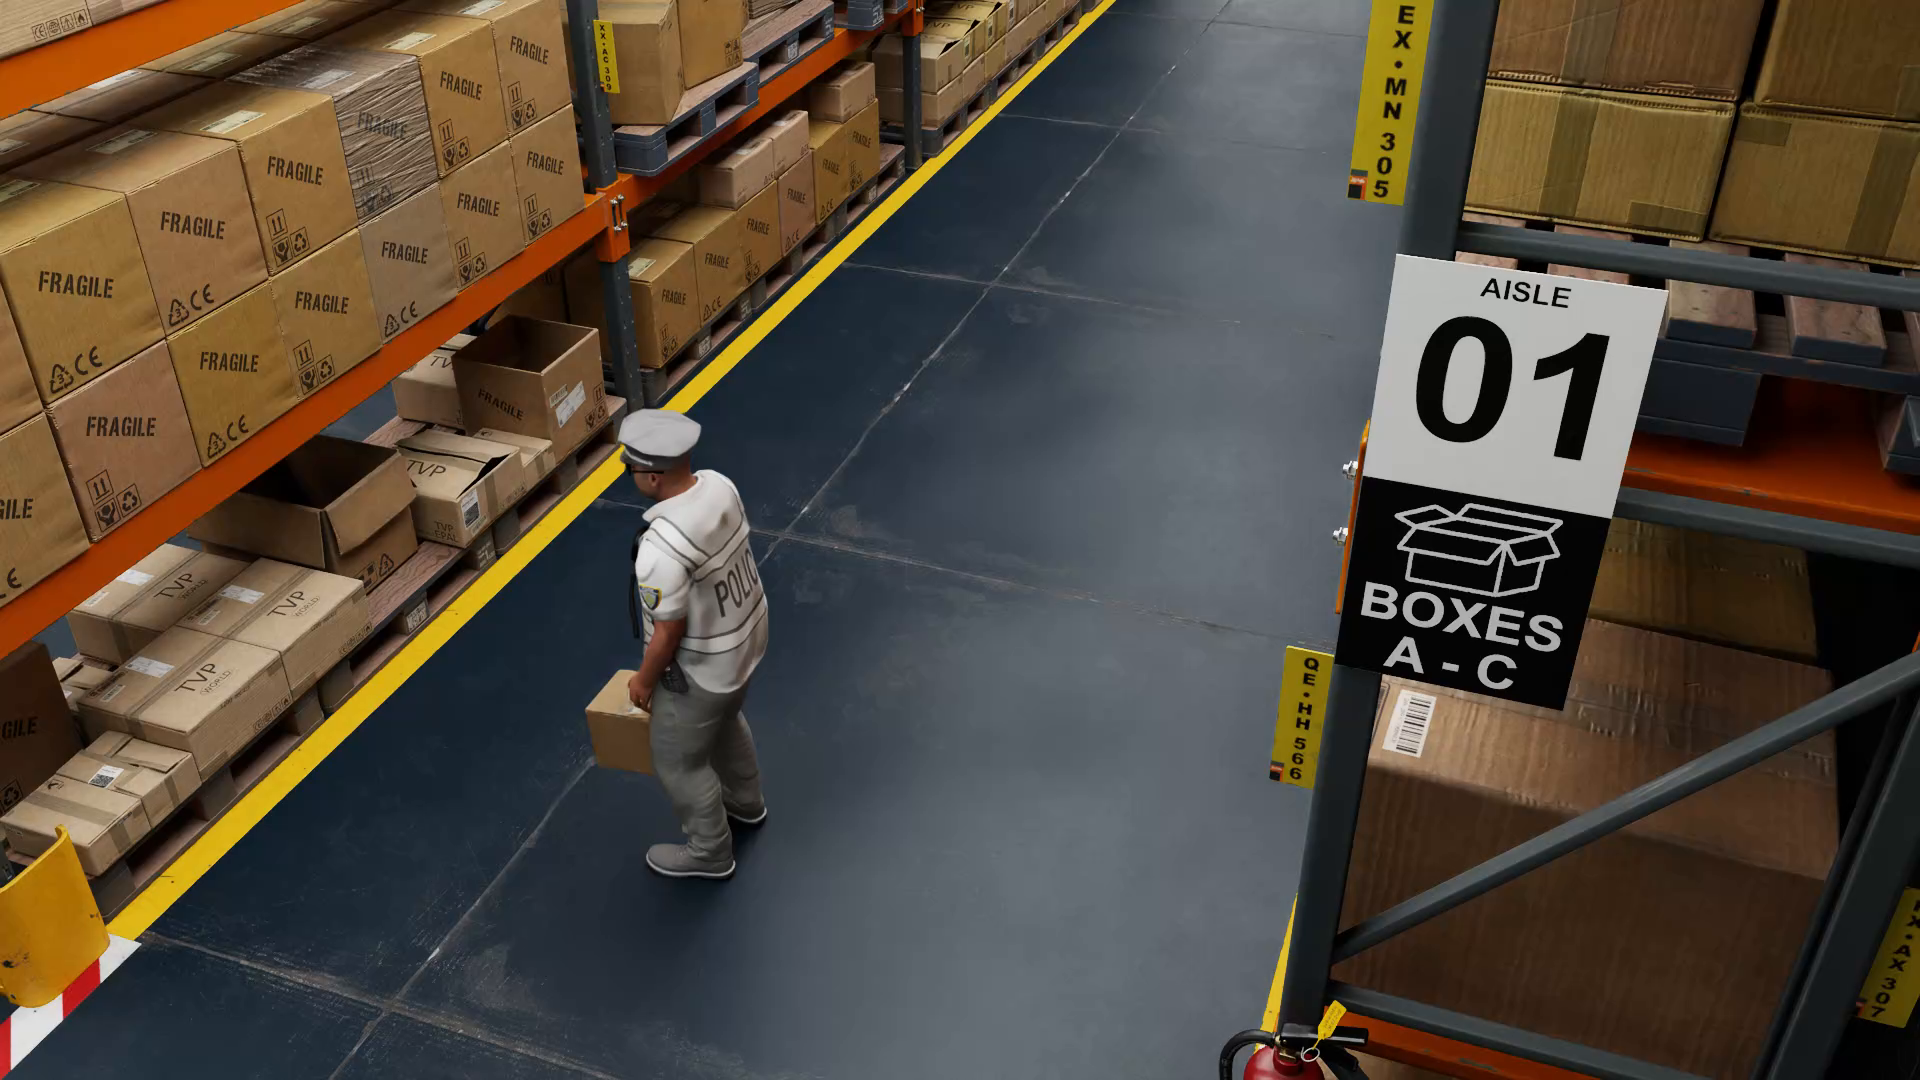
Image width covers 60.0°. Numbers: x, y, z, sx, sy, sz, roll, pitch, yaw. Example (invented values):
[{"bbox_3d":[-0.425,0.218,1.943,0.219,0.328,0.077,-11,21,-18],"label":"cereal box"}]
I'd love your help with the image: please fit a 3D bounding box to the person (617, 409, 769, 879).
[{"bbox_3d":[-0.873,0.373,5.552,0.434,1.755,0.561,10,34,15],"label":"person"}]
